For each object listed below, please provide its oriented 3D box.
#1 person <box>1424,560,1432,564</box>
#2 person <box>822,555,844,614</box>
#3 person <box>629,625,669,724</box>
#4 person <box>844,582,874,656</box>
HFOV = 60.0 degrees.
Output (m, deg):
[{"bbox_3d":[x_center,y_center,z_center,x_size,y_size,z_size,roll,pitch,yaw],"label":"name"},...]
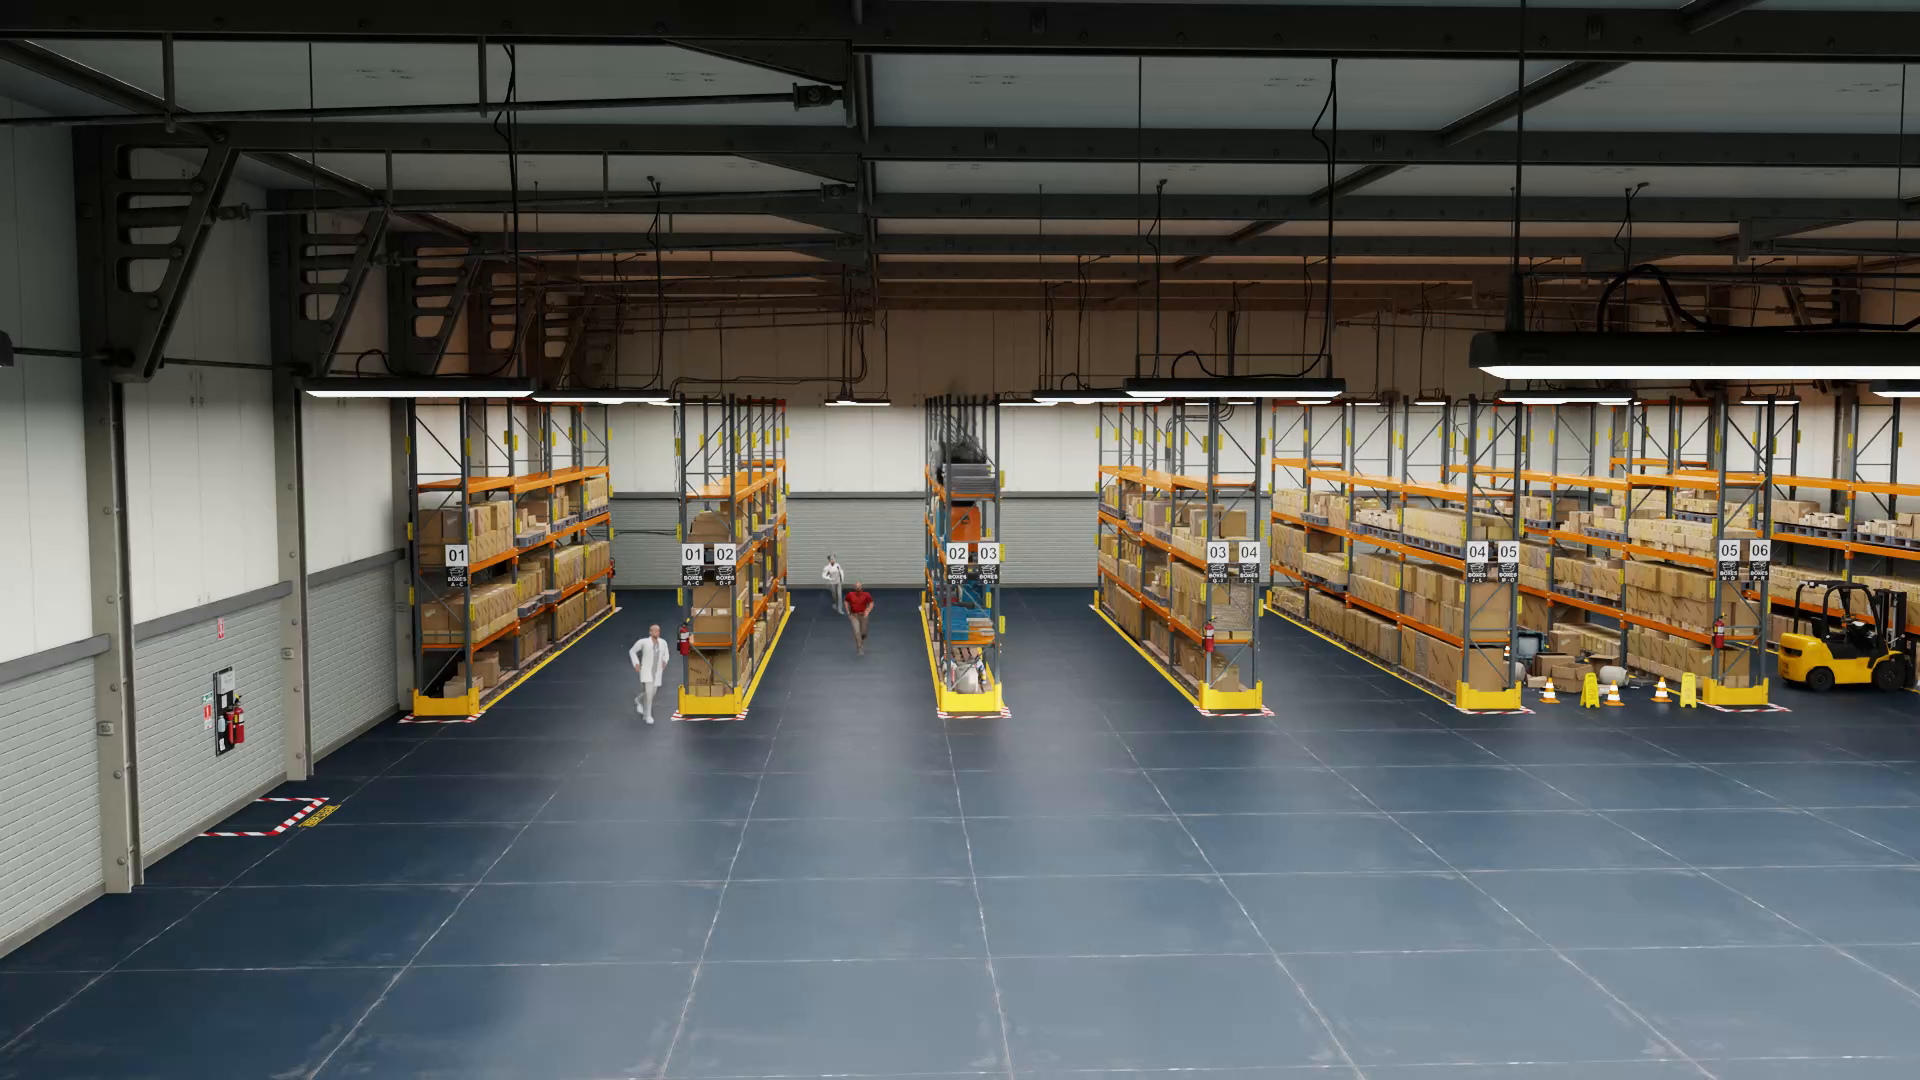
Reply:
[{"bbox_3d":[12.055,1.442,42.817,0.666,1.840,0.810,-1,5,-18],"label":"person"},{"bbox_3d":[-3.549,1.222,46.645,0.655,1.657,0.770,-2,5,-22],"label":"person"},{"bbox_3d":[-5.691,2.451,30.662,0.749,1.768,0.838,-3,6,-36],"label":"person"},{"bbox_3d":[-2.365,1.818,38.908,0.688,1.716,0.818,0,5,-3],"label":"person"}]
